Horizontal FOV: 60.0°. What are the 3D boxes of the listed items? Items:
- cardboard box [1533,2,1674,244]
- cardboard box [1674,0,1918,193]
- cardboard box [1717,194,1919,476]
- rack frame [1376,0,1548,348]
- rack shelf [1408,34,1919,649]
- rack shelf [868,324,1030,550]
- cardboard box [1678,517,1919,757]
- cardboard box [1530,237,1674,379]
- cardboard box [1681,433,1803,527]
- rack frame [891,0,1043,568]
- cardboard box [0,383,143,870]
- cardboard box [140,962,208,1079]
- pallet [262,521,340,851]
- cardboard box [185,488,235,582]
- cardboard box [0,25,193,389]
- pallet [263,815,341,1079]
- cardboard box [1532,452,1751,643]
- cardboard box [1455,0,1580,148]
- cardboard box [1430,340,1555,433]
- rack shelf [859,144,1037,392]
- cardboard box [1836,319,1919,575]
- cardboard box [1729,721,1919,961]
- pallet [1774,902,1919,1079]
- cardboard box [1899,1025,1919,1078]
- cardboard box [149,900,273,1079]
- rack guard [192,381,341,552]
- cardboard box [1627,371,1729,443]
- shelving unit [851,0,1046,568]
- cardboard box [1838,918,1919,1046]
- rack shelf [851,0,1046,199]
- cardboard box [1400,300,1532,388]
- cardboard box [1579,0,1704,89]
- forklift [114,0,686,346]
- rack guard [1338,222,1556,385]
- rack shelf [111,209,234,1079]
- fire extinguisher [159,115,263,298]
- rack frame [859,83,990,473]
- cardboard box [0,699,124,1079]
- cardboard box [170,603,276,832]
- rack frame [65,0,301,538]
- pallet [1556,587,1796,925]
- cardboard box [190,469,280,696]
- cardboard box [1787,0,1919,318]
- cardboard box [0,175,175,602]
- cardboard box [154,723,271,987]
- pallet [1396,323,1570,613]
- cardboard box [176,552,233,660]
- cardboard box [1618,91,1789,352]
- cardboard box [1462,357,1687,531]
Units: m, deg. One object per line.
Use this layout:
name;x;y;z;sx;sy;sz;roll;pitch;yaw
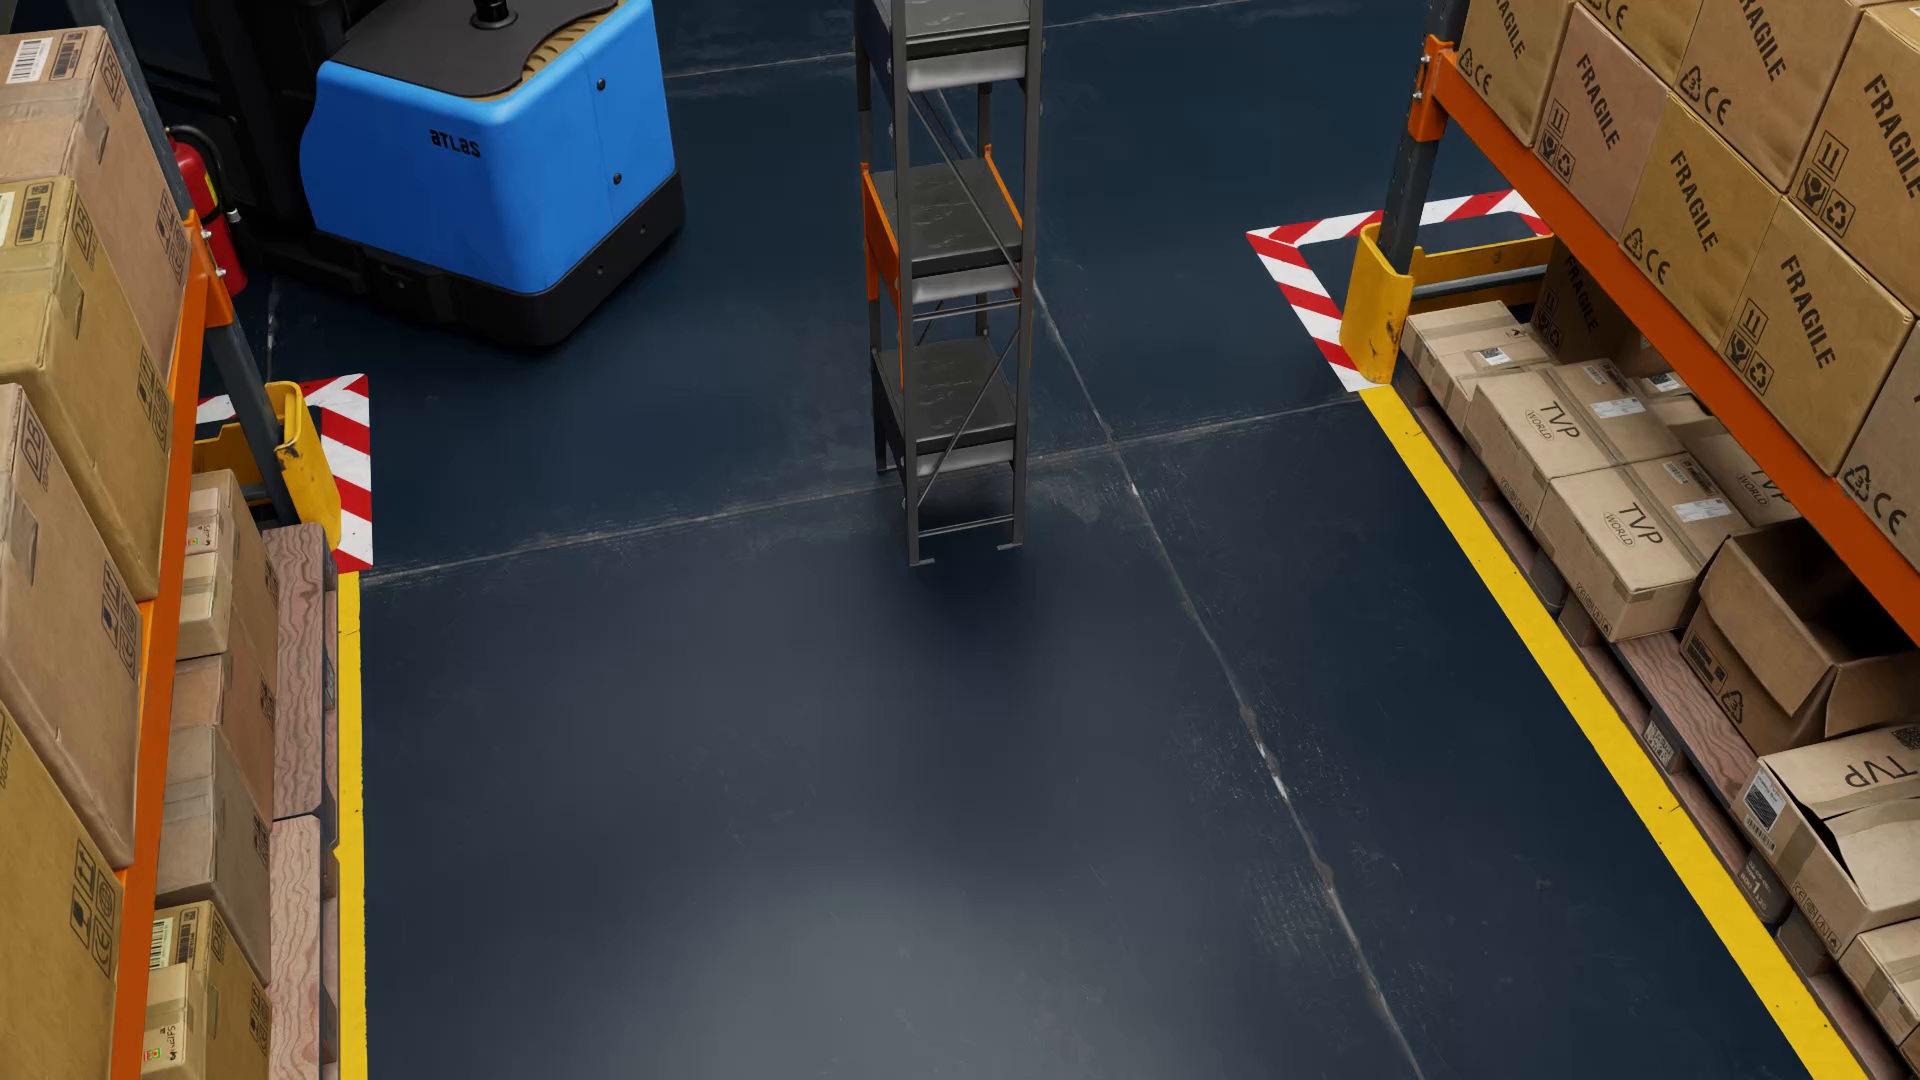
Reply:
cardboard box;2.055;-1.234;4.790;0.500;0.500;0.500;-11;47;-11
cardboard box;2.183;-1.234;4.089;0.500;0.500;0.500;-10;46;-10
cardboard box;2.307;-0.542;4.111;0.500;0.500;0.500;-10;46;-10
rack frame;2.059;-1.909;5.521;1.000;3.000;0.127;-11;47;-10
rack shelf;2.571;-0.277;4.425;1.077;0.370;4.000;-11;47;-10
rack shelf;-0.042;-0.350;5.622;0.431;0.518;0.480;-11;47;-10
cardboard box;2.597;0.276;4.819;0.797;0.503;0.637;-11;47;-10
cardboard box;2.437;-0.858;5.933;0.500;0.500;0.500;-11;47;-10
cardboard box;2.651;-0.109;5.374;0.500;0.250;0.500;-11;47;-10
rack frame;0.020;-0.681;4.947;0.400;2.100;0.015;-11;47;-10
cardboard box;-2.205;0.273;3.173;0.980;0.700;0.700;-13;47;-12
cardboard box;-1.842;1.096;3.577;0.380;0.149;0.250;-12;47;-11
pallet;-2.448;0.513;5.100;1.003;0.211;1.213;-11;47;-10
cardboard box;-2.243;0.020;4.632;0.380;0.149;0.250;-11;47;-11
cardboard box;-2.588;-0.756;4.180;0.980;0.700;0.700;-9;46;-9
pallet;-2.139;1.354;4.276;1.003;0.211;1.213;-11;47;-10
cardboard box;2.180;0.017;5.250;0.500;0.250;0.500;-11;47;-10
cardboard box;1.918;-1.590;5.138;0.500;0.500;0.500;-10;46;-9
cardboard box;1.898;-0.547;5.862;0.380;0.166;0.250;-11;47;-10
rack shelf;-0.042;-0.840;5.122;0.431;0.518;0.480;-11;47;-10
cardboard box;2.440;-0.191;3.767;0.500;0.500;0.500;-10;46;-9
cardboard box;2.471;0.780;4.460;0.500;0.311;0.500;-11;47;-10
pallet;2.908;1.354;4.275;1.003;0.211;1.213;-11;47;-10
cardboard box;2.663;1.232;3.885;0.500;0.500;0.500;-11;47;-10
cardboard box;-2.051;1.251;3.880;0.700;0.500;0.500;-10;46;-9
rack guard;-2.734;-0.143;5.540;1.175;0.500;0.348;-11;47;-10
cardboard box;2.453;-0.445;5.762;0.380;0.166;0.250;-11;47;-10
shelving unit;-0.042;-0.849;5.112;0.431;2.100;0.503;-11;47;-10
cardboard box;2.509;1.107;4.253;0.380;0.149;0.250;-11;47;-10
rack shelf;-0.042;-1.330;4.622;0.431;0.518;0.480;-11;47;-10
cardboard box;1.834;-0.713;6.037;0.380;0.149;0.250;-11;47;-10
cardboard box;2.059;-1.580;4.428;0.500;0.500;0.500;-10;46;-10
forklift;-2.709;-2.495;6.143;3.031;2.935;1.130;19;48;17
rack guard;2.079;-0.982;6.362;1.175;0.500;0.348;-11;47;-10
rack shelf;-2.216;0.632;3.534;1.077;0.370;4.000;-11;47;-10
fire extinguisher;-2.321;-1.032;4.976;0.296;0.674;0.183;-11;47;-10
rack frame;-0.105;-1.018;5.277;0.400;2.100;0.015;-11;47;-10
cardboard box;-2.009;0.773;2.682;0.980;0.700;0.700;-12;47;-11
cardboard box;-2.324;0.537;4.579;0.700;0.500;0.500;-11;47;-10
rack frame;-2.728;-1.001;4.631;1.000;3.000;0.127;-11;47;-10
pallet;2.593;0.510;5.102;1.003;0.211;1.213;-11;47;-10
cardboard box;-2.452;0.192;4.918;0.700;0.500;0.500;-11;47;-10
cardboard box;2.313;-0.883;3.745;0.500;0.500;0.500;-11;47;-11
cardboard box;-2.391;-0.255;3.690;0.980;0.700;0.700;-11;47;-11
cardboard box;-2.195;0.885;4.239;0.700;0.500;0.500;-12;47;-12
pallet;2.284;-0.330;5.926;1.003;0.211;1.213;-11;47;-10
cardboard box;-2.177;0.197;4.459;0.380;0.149;0.250;-10;46;-9
cardboard box;2.181;-0.887;4.449;0.500;0.500;0.500;-11;47;-10
cardboard box;2.052;-0.328;5.589;0.500;0.250;0.500;-11;47;-10
